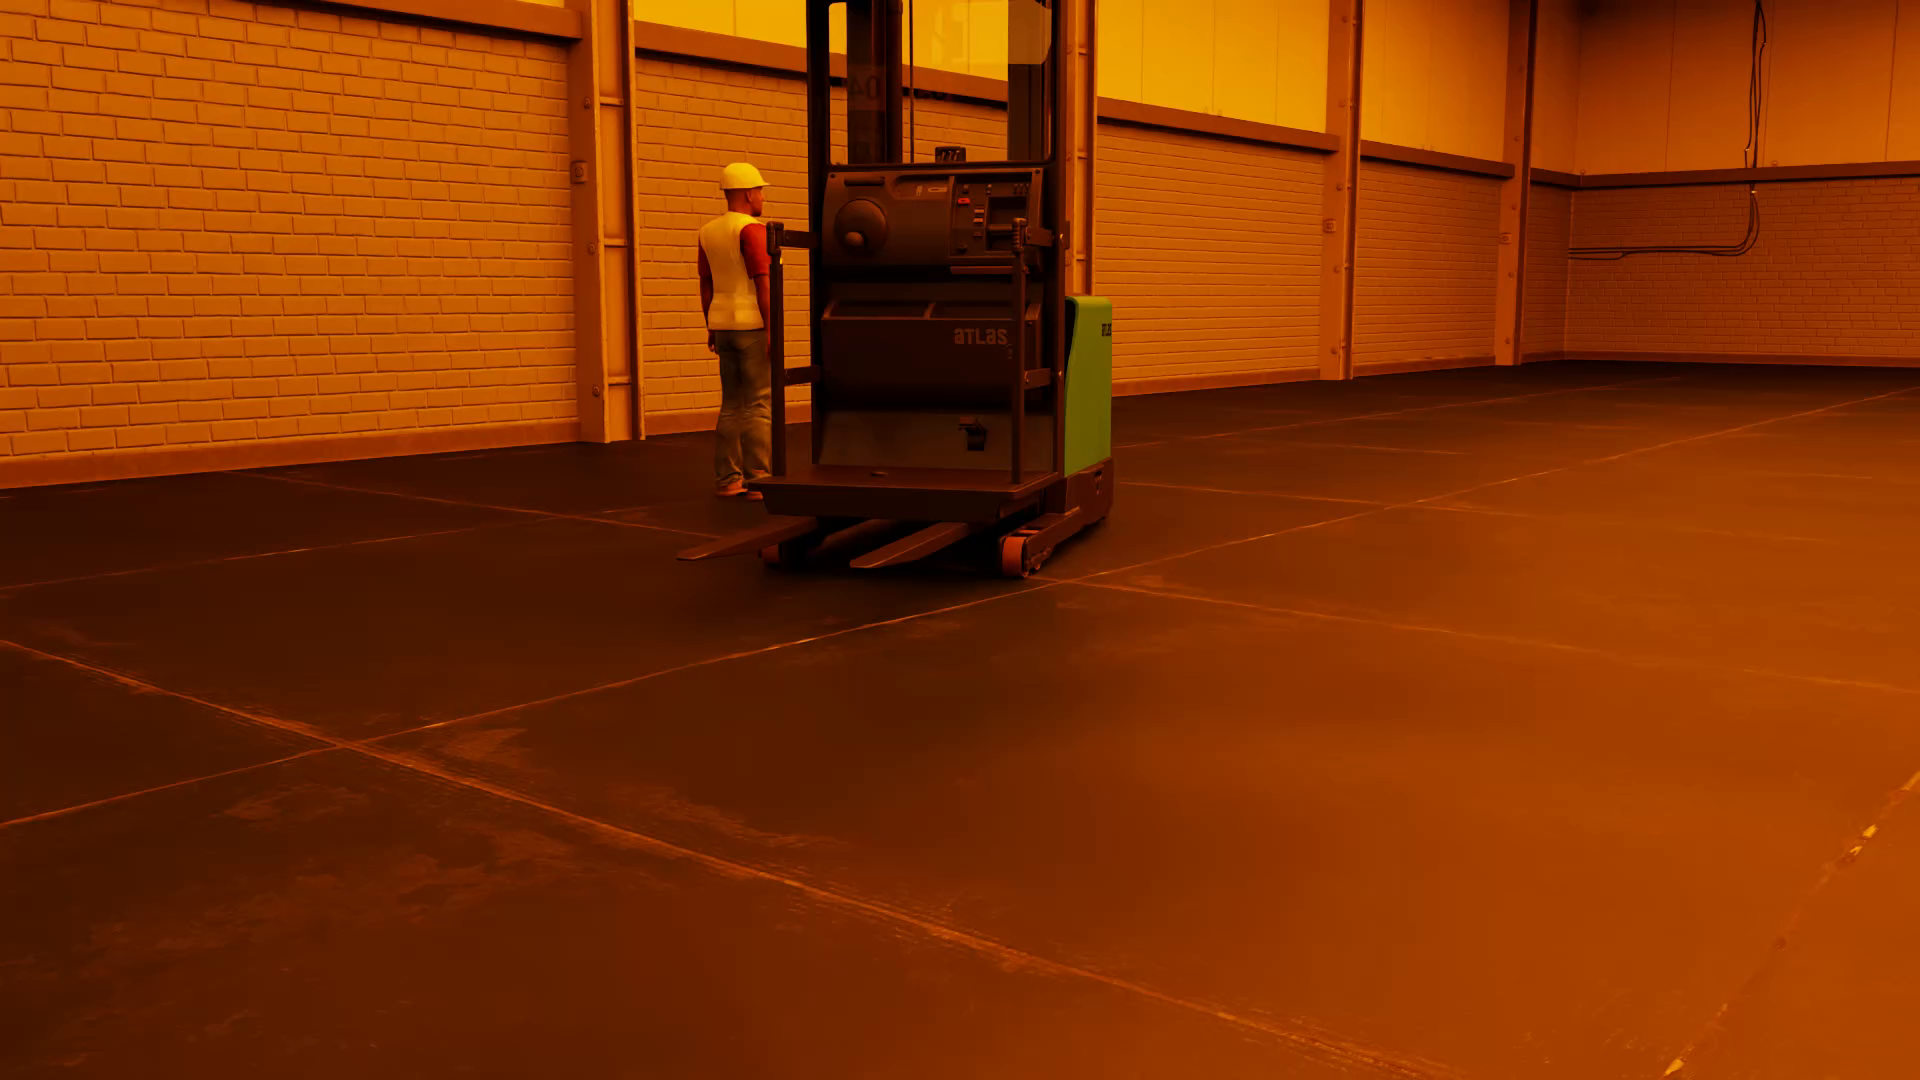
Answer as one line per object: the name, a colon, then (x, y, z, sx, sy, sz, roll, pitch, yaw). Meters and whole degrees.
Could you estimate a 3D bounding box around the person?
person: (-1.136, -1.107, 8.876, 0.361, 1.771, 0.585, -8, 12, -44)

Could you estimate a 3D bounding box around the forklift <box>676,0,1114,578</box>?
forklift: (-0.176, -1.366, 6.616, 1.130, 2.935, 3.031, 3, 9, 17)
